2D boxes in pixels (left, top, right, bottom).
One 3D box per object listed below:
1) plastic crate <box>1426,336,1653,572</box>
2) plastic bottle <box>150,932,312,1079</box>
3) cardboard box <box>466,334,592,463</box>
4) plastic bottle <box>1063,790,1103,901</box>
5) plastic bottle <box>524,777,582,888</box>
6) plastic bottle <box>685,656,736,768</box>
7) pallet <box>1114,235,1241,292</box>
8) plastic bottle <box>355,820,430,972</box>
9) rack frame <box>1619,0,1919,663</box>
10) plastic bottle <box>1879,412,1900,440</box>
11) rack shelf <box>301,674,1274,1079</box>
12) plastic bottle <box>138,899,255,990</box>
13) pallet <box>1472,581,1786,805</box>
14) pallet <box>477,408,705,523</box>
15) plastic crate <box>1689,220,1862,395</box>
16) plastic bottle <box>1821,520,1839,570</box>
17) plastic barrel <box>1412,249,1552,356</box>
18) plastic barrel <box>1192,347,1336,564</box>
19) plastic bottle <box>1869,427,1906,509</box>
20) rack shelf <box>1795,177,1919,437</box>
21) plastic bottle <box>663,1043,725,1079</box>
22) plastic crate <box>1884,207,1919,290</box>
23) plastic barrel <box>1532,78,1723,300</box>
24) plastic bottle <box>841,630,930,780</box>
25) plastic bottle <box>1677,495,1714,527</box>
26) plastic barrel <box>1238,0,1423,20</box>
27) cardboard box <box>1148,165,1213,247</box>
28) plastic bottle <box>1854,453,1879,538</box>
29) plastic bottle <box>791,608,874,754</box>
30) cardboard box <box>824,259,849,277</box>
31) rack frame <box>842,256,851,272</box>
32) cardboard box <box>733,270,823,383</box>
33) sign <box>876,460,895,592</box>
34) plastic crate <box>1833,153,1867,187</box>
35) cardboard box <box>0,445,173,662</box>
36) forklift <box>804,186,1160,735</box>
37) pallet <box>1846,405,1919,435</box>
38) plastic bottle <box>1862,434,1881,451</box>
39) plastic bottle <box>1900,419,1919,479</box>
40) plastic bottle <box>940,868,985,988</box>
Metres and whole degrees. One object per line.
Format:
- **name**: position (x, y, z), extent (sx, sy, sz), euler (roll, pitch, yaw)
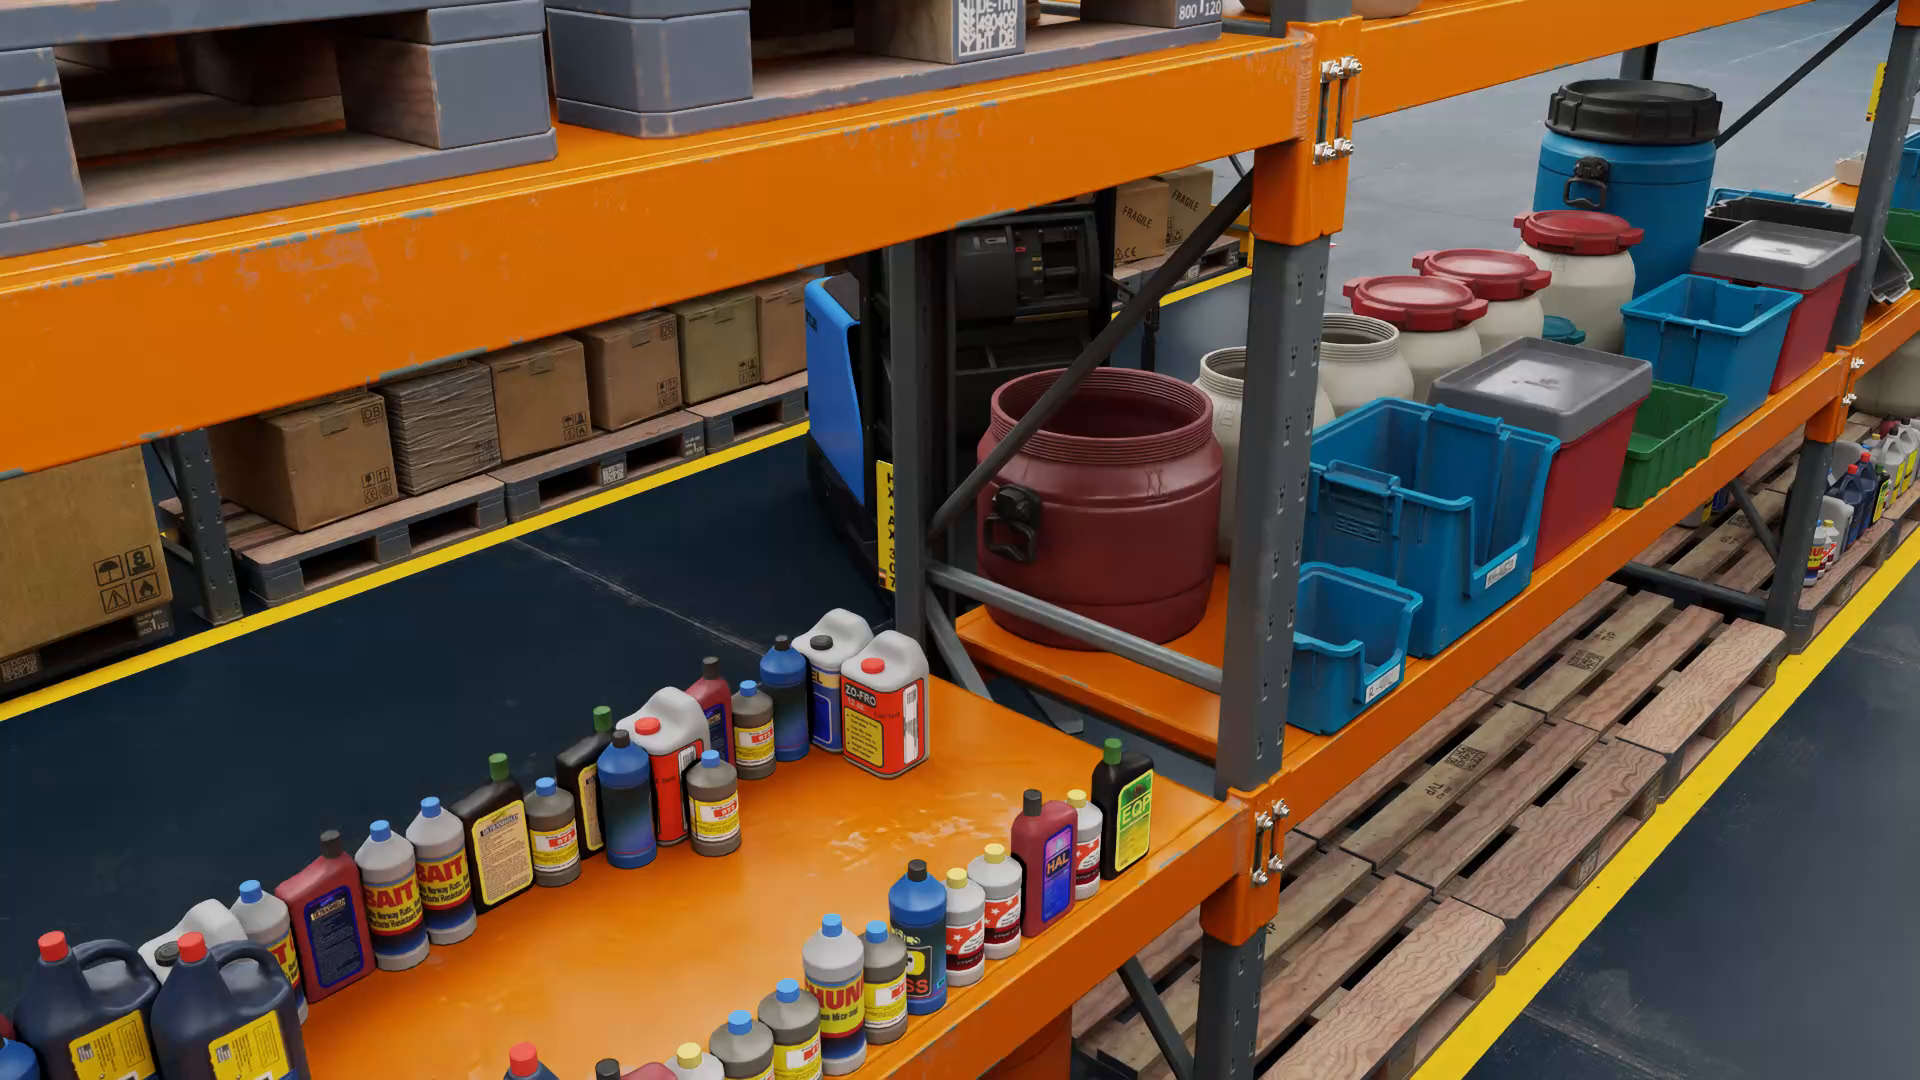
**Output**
- **plastic crate**: position (1.563, -0.241, 4.543), extent (0.402, 0.464, 0.583), euler (20, 31, 38)
- **plastic bottle**: position (-1.105, 0.734, 2.508), extent (0.144, 0.351, 0.185), euler (20, 31, 38)
- **cardboard box**: position (-2.265, -0.772, 8.324), extent (0.500, 0.500, 0.700), euler (-21, 32, -39)
- **plastic bottle**: position (0.214, 0.558, 3.083), extent (0.097, 0.201, 0.097), euler (0, 24, 0)
- **plastic bottle**: position (-0.768, 0.541, 3.121), extent (0.097, 0.201, 0.097), euler (0, 24, 0)
- **plastic bottle**: position (-0.526, 0.381, 3.375), extent (0.061, 0.283, 0.133), euler (20, 31, 38)
- **pallet**: position (1.288, -2.059, 12.085), extent (1.003, 0.211, 1.213), euler (20, 31, 38)
- **plastic bottle**: position (-0.987, 0.609, 2.883), extent (0.097, 0.271, 0.097), euler (0, 24, 0)
- **rack frame**: position (2.926, -1.022, 6.362), extent (1.000, 3.000, 0.127), euler (20, 31, 38)
- **plastic bottle**: position (4.428, -0.482, 7.941), extent (0.061, 0.283, 0.133), euler (20, 31, 38)
- **rack shelf**: position (-1.078, 1.135, 2.432), extent (1.077, 0.370, 4.000), euler (20, 31, 38)
- **plastic bottle**: position (-1.198, 0.720, 2.630), extent (0.152, 0.276, 0.135), euler (20, 31, 38)
- **pallet**: position (2.431, 0.501, 6.376), extent (1.003, 0.211, 1.213), euler (20, 31, 38)
- **pallet**: position (-2.095, -0.491, 8.586), extent (1.003, 0.211, 1.213), euler (20, 31, 38)
- **plastic crate**: position (2.831, -0.820, 5.834), extent (0.402, 0.464, 0.583), euler (20, 31, 38)
- **plastic bottle**: position (3.601, 0.015, 6.933), extent (0.097, 0.201, 0.097), euler (0, 24, 0)
- **plastic barrel**: position (1.635, -0.629, 5.319), extent (0.433, 0.535, 0.433), euler (0, 24, 0)
- **plastic barrel**: position (0.784, -0.226, 4.451), extent (0.421, 0.512, 0.421), euler (0, 24, 0)
- **plastic bottle**: position (4.184, -0.333, 7.527), extent (0.144, 0.351, 0.185), euler (20, 31, 37)
- **rack shelf**: position (4.261, -1.303, 7.869), extent (1.077, 0.370, 4.000), euler (20, 31, 38)
- **plastic bottle**: position (-0.395, 0.835, 2.463), extent (0.097, 0.201, 0.097), euler (0, 24, 0)
- **plastic crate**: position (4.043, -1.262, 7.156), extent (0.450, 0.188, 0.662), euler (20, 31, 38)
- **plastic barrel**: position (2.443, -1.215, 6.182), extent (0.600, 0.901, 0.708), euler (20, 31, 38)
- **plastic bottle**: position (-0.159, 0.339, 3.480), extent (0.152, 0.276, 0.135), euler (20, 31, 38)
- **plastic bottle**: position (3.249, -0.249, 7.340), extent (0.144, 0.351, 0.185), euler (20, 31, 38)
- **plastic barrel**: position (0.692, -1.234, 3.032), extent (0.421, 0.512, 0.421), euler (0, 24, 0)
- **cardboard box**: position (1.478, -2.458, 12.108), extent (0.500, 0.500, 0.500), euler (-17, 29, -34)
- **plastic bottle**: position (3.900, -0.204, 7.238), extent (0.144, 0.351, 0.185), euler (19, 30, 35)
- **plastic bottle**: position (-0.273, 0.297, 3.572), extent (0.152, 0.276, 0.135), euler (20, 31, 38)
- **cardboard box**: position (-0.465, -1.536, 10.052), extent (0.500, 0.500, 0.500), euler (19, 30, 36)
- **rack frame**: position (-0.762, -2.374, 9.379), extent (1.000, 3.000, 0.127), euler (20, 31, 38)
- **cardboard box**: position (-1.188, -1.253, 9.396), extent (0.700, 0.500, 0.500), euler (17, 29, 34)
- **sign**: position (-0.158, -0.026, 3.941), extent (0.100, 0.325, 0.005), euler (20, 31, 38)
- **plastic crate**: position (4.759, -1.935, 8.722), extent (0.298, 0.136, 0.250), euler (20, 31, 38)
- **cardboard box**: position (-3.908, -0.173, 6.553), extent (1.225, 0.875, 0.875), euler (18, 30, 35)
- **forklift**: position (0.200, -1.096, 6.612), extent (1.130, 2.935, 3.031), euler (-8, 25, -17)
- **pallet**: position (5.034, -0.686, 9.022), extent (1.003, 0.211, 1.213), euler (20, 31, 38)
- **plastic bottle**: position (4.310, -0.402, 7.862), extent (0.097, 0.201, 0.097), euler (0, 24, 0)
- **plastic bottle**: position (4.508, -0.450, 7.878), extent (0.152, 0.276, 0.135), euler (20, 31, 38)
- **plastic bottle**: position (-0.005, 0.658, 2.860), extent (0.097, 0.201, 0.097), euler (0, 24, 0)
